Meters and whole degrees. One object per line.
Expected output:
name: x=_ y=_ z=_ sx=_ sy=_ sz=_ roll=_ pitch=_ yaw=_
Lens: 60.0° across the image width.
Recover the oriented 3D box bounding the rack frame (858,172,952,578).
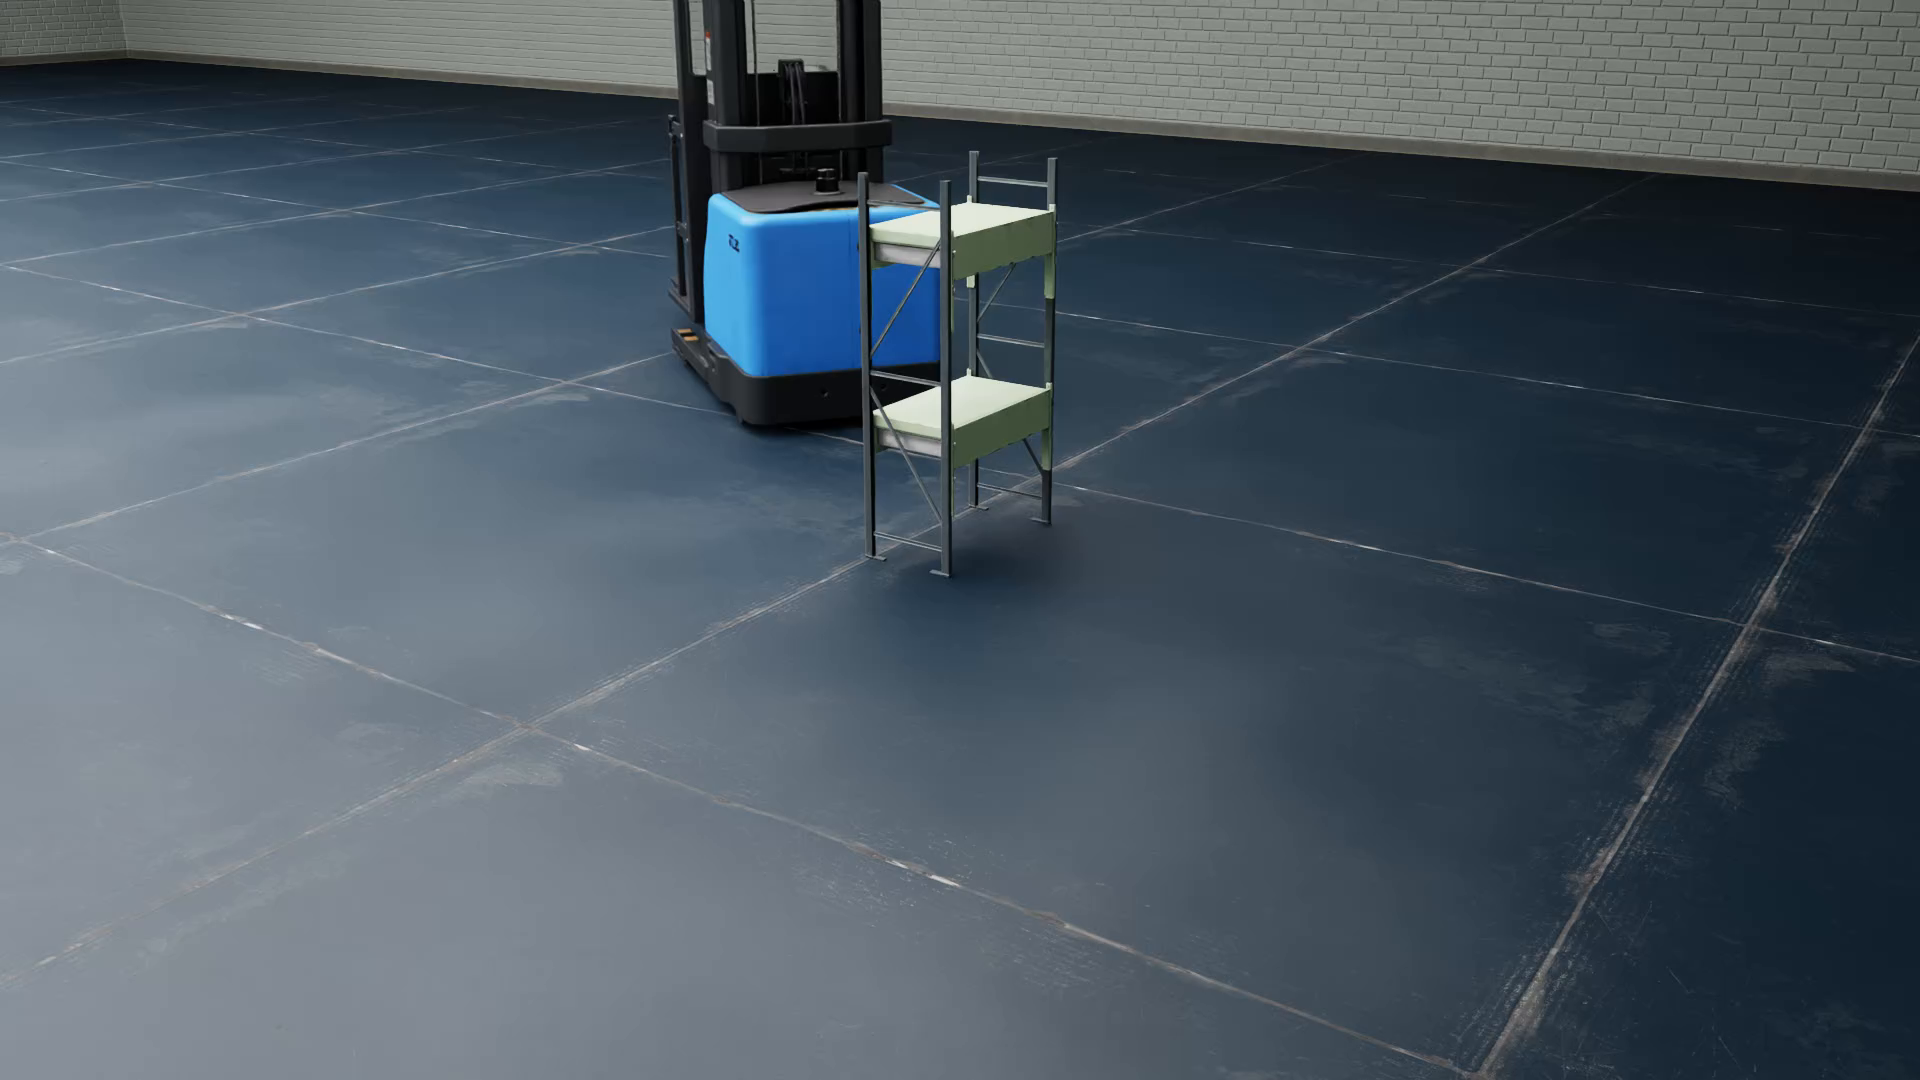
rack frame: x=-0.202 y=-0.600 z=6.226 sx=0.400 sy=1.500 sz=0.023 roll=13 pitch=24 yaw=32

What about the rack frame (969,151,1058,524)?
rack frame: x=0.209 y=-0.810 z=6.794 sx=0.400 sy=1.500 sz=0.023 roll=13 pitch=24 yaw=32

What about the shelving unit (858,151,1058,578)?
shelving unit: x=0.004 y=-0.705 z=6.510 sx=0.431 sy=1.500 sz=0.755 roll=13 pitch=24 yaw=32

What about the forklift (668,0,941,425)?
forklift: x=-1.031 y=-2.409 z=9.053 sx=1.130 sy=2.935 sz=3.031 roll=-7 pitch=21 yaw=-18

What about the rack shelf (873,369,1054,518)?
rack shelf: x=0.004 y=-0.400 z=6.623 sx=0.431 sy=0.370 sz=0.720 roll=13 pitch=24 yaw=32

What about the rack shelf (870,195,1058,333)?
rack shelf: x=0.004 y=-1.071 z=6.375 sx=0.431 sy=0.370 sz=0.720 roll=13 pitch=24 yaw=32
